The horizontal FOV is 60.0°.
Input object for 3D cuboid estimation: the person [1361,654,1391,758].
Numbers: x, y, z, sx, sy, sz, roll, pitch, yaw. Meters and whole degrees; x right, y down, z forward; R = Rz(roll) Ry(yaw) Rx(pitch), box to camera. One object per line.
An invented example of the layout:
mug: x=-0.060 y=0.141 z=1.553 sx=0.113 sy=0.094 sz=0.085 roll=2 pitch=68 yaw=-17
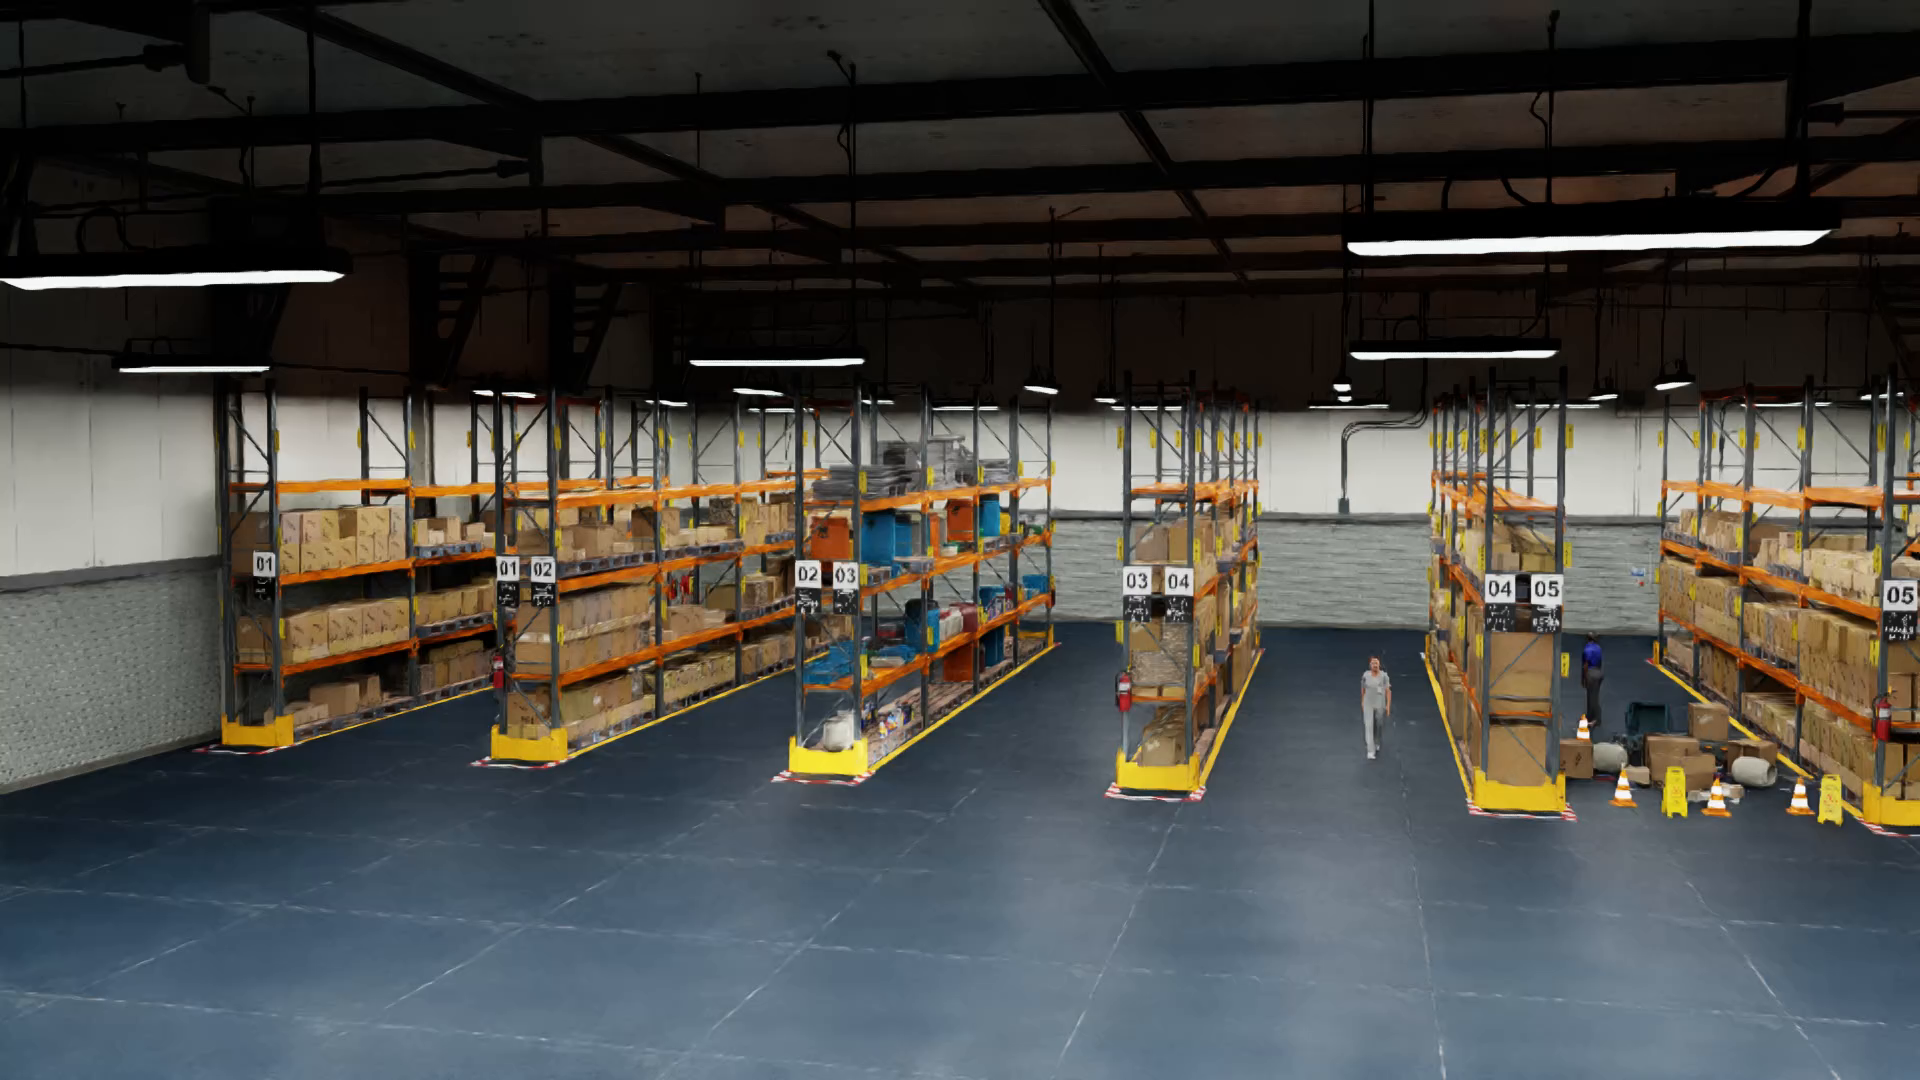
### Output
person: x=6.581 y=2.612 z=26.314 sx=0.453 sy=1.612 sz=1.019 roll=1 pitch=4 yaw=12

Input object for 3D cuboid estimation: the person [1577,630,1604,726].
person: x=11.078 y=2.408 z=29.227 sx=0.574 sy=1.653 sz=0.549 roll=-3 pitch=5 yaw=-45

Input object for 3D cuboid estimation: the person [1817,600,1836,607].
person: x=20.531 y=1.750 z=39.270 sx=0.529 sy=1.771 sz=0.758 roll=-1 pitch=4 yaw=-21

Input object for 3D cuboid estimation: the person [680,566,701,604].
person: x=-7.079 y=1.522 z=43.758 sx=0.631 sy=1.713 sz=0.582 roll=-2 pitch=4 yaw=-33

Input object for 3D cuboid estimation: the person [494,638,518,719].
person: x=-8.036 y=2.468 z=29.511 sx=0.566 sy=1.541 sz=0.519 roll=1 pitch=3 yaw=10
